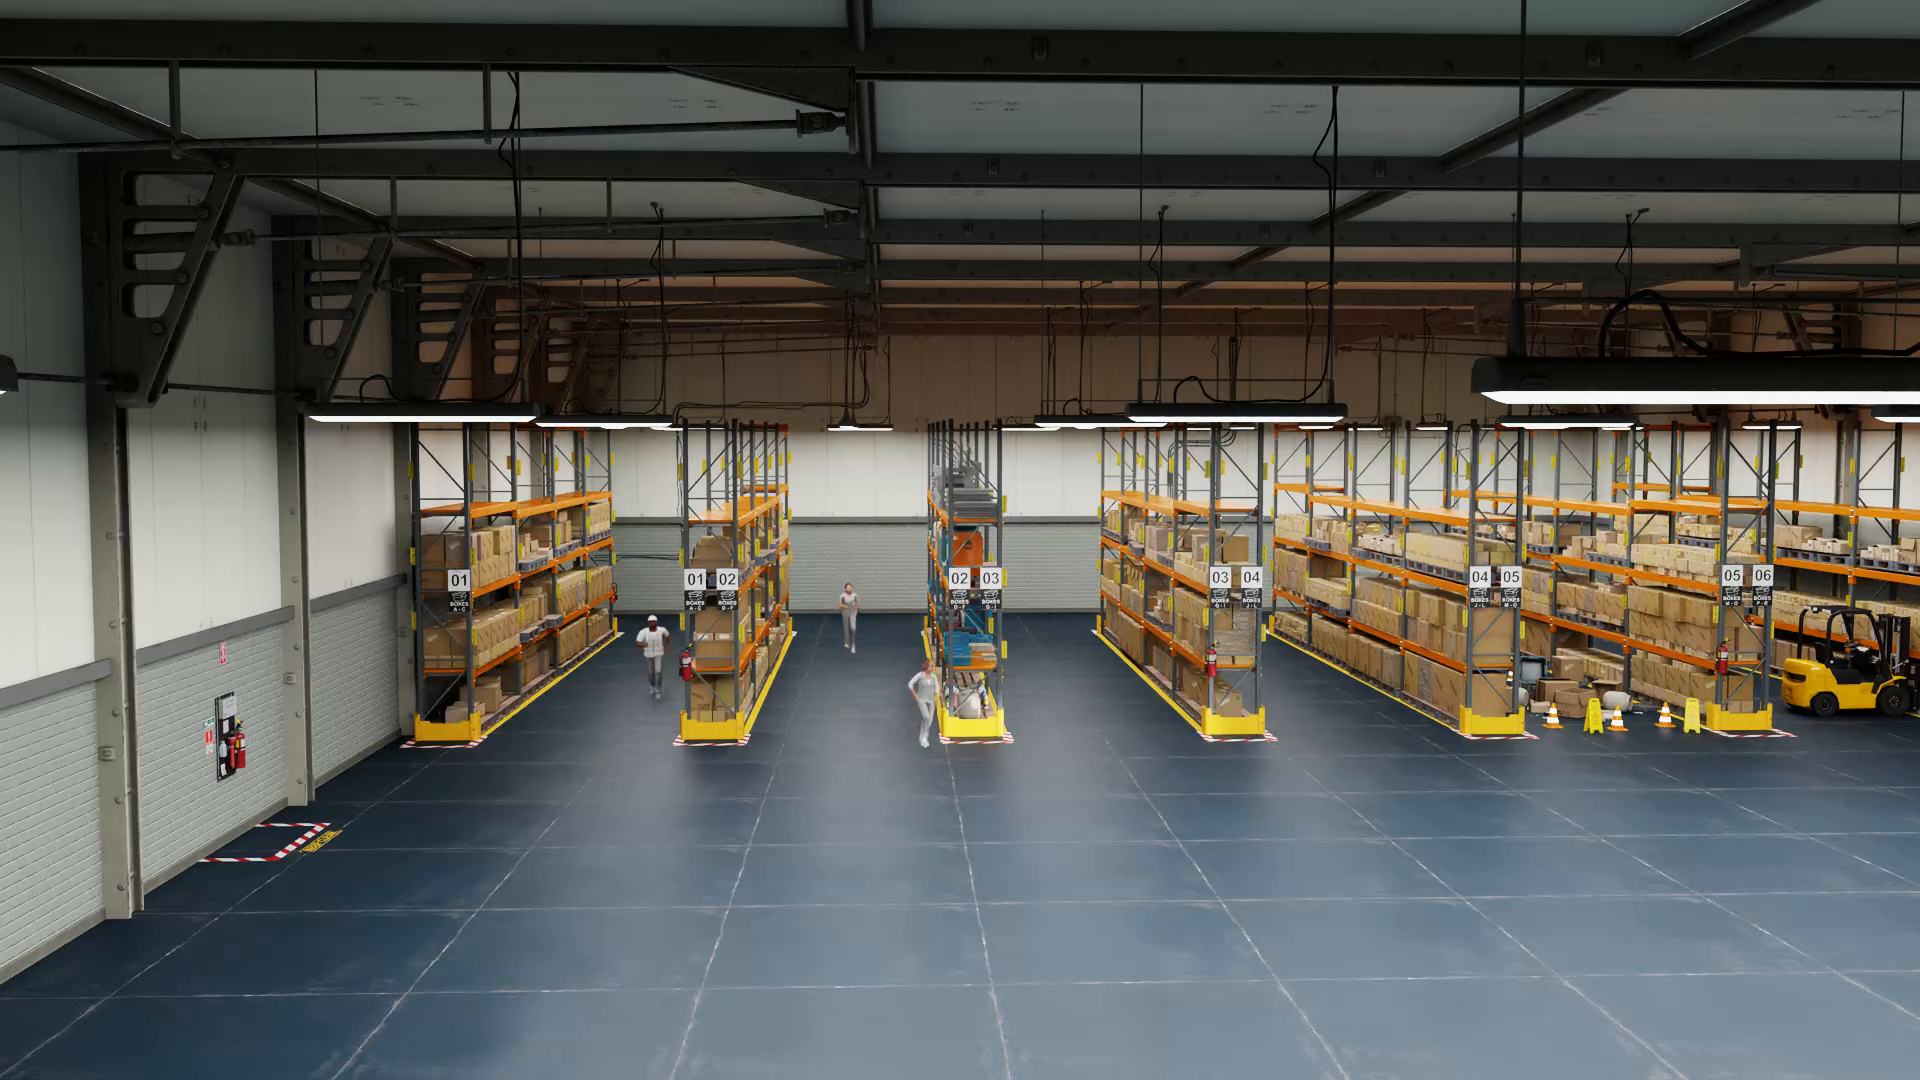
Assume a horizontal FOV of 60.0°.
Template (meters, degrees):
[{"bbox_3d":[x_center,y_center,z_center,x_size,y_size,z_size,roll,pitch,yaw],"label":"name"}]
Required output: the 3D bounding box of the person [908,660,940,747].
[{"bbox_3d":[-0.620,2.982,30.423,0.549,1.579,0.612,-2,4,-26],"label":"person"}]

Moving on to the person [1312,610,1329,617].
[{"bbox_3d":[10.464,1.695,48.743,0.994,1.762,0.691,-1,4,-9],"label":"person"}]

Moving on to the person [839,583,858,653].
[{"bbox_3d":[-2.792,1.947,41.775,0.512,1.751,0.755,0,4,-8],"label":"person"}]

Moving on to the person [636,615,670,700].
[{"bbox_3d":[-6.624,2.506,35.879,0.695,1.776,0.917,0,4,-6],"label":"person"}]
